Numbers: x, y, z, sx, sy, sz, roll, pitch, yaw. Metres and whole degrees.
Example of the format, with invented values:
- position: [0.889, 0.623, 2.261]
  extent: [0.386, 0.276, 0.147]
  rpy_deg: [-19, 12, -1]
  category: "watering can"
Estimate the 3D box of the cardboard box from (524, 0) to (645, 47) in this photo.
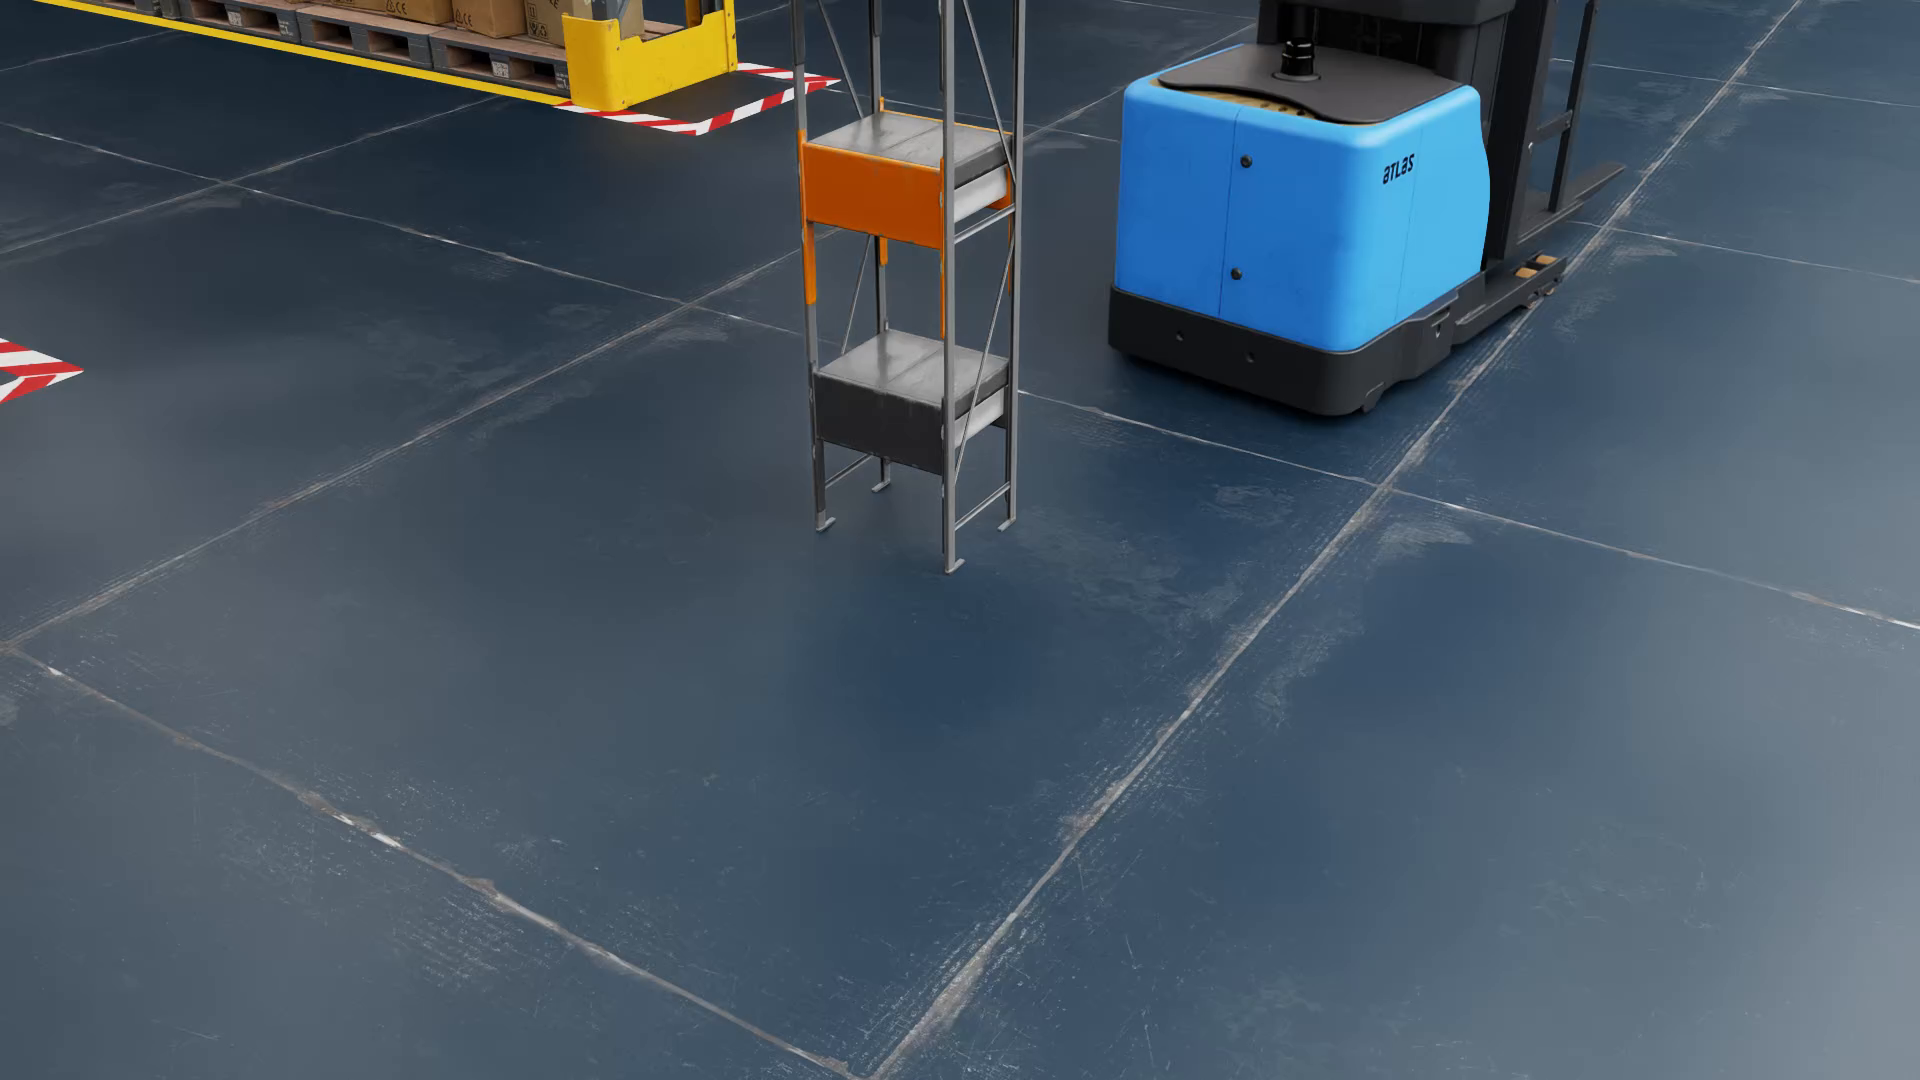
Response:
- position: [-2.252, -3.254, 9.914]
  extent: [0.500, 0.500, 0.500]
  rpy_deg: [25, 39, 36]
  category: "cardboard box"

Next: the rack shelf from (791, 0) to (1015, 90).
- position: [-0.140, -1.544, 4.451]
  extent: [0.480, 0.518, 0.431]
  rpy_deg: [18, 35, 27]
  category: "rack shelf"

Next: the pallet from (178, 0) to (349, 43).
- position: [-4.532, -3.680, 11.348]
  extent: [1.213, 0.211, 1.003]
  rpy_deg: [18, 35, 27]
  category: "pallet"

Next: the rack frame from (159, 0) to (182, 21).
- position: [-5.120, -5.049, 10.928]
  extent: [0.127, 3.000, 1.000]
  rpy_deg: [18, 35, 27]
  category: "rack frame"

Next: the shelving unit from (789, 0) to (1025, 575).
- position: [-0.140, -0.951, 4.797]
  extent: [0.503, 2.100, 0.431]
  rpy_deg: [18, 35, 27]
  category: "shelving unit"

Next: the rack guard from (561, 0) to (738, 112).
- position: [-1.796, -2.918, 9.756]
  extent: [0.348, 0.500, 1.175]
  rpy_deg: [18, 35, 27]
  category: "rack guard"

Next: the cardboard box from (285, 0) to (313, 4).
- position: [-4.313, -3.876, 10.981]
  extent: [0.500, 0.500, 0.500]
  rpy_deg: [-23, 37, -33]
  category: "cardboard box"

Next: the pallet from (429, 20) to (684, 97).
- position: [-2.465, -3.026, 10.227]
  extent: [1.213, 0.211, 1.003]
  rpy_deg: [18, 35, 27]
  category: "pallet"

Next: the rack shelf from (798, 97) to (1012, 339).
- position: [-0.140, -0.940, 4.804]
  extent: [0.480, 0.518, 0.431]
  rpy_deg: [18, 35, 27]
  category: "rack shelf"

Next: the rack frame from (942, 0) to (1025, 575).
- position: [0.066, -0.886, 4.685]
  extent: [0.015, 2.100, 0.400]
  rpy_deg: [18, 35, 27]
  category: "rack frame"

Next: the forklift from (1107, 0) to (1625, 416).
- position: [1.905, -2.372, 6.406]
  extent: [1.130, 2.935, 3.031]
  rpy_deg: [23, 37, 34]
  category: "forklift"

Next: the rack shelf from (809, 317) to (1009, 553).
- position: [-0.140, -0.335, 5.157]
  extent: [0.480, 0.518, 0.431]
  rpy_deg: [18, 35, 27]
  category: "rack shelf"

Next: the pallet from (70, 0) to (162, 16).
- position: [-5.780, -4.052, 11.987]
  extent: [1.213, 0.211, 1.003]
  rpy_deg: [18, 35, 27]
  category: "pallet"

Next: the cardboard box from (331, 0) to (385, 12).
- position: [-3.745, -3.743, 10.754]
  extent: [0.500, 0.500, 0.500]
  rpy_deg: [14, 33, 23]
  category: "cardboard box"

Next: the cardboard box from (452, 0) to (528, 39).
- position: [-2.776, -3.399, 10.163]
  extent: [0.500, 0.500, 0.500]
  rpy_deg: [-25, 38, -36]
  category: "cardboard box"

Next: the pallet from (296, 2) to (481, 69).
- position: [-3.495, -3.353, 10.788]
  extent: [1.213, 0.211, 1.003]
  rpy_deg: [18, 35, 27]
  category: "pallet"

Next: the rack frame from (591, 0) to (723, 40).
- position: [-1.732, -3.977, 9.091]
  extent: [0.127, 3.000, 1.000]
  rpy_deg: [18, 35, 27]
  category: "rack frame"

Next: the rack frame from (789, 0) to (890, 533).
- position: [-0.347, -1.017, 4.909]
  extent: [0.015, 2.100, 0.400]
  rpy_deg: [18, 35, 27]
  category: "rack frame"

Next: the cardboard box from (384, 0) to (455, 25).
- position: [-3.296, -3.575, 10.465]
  extent: [0.500, 0.500, 0.500]
  rpy_deg: [21, 36, 32]
  category: "cardboard box"
